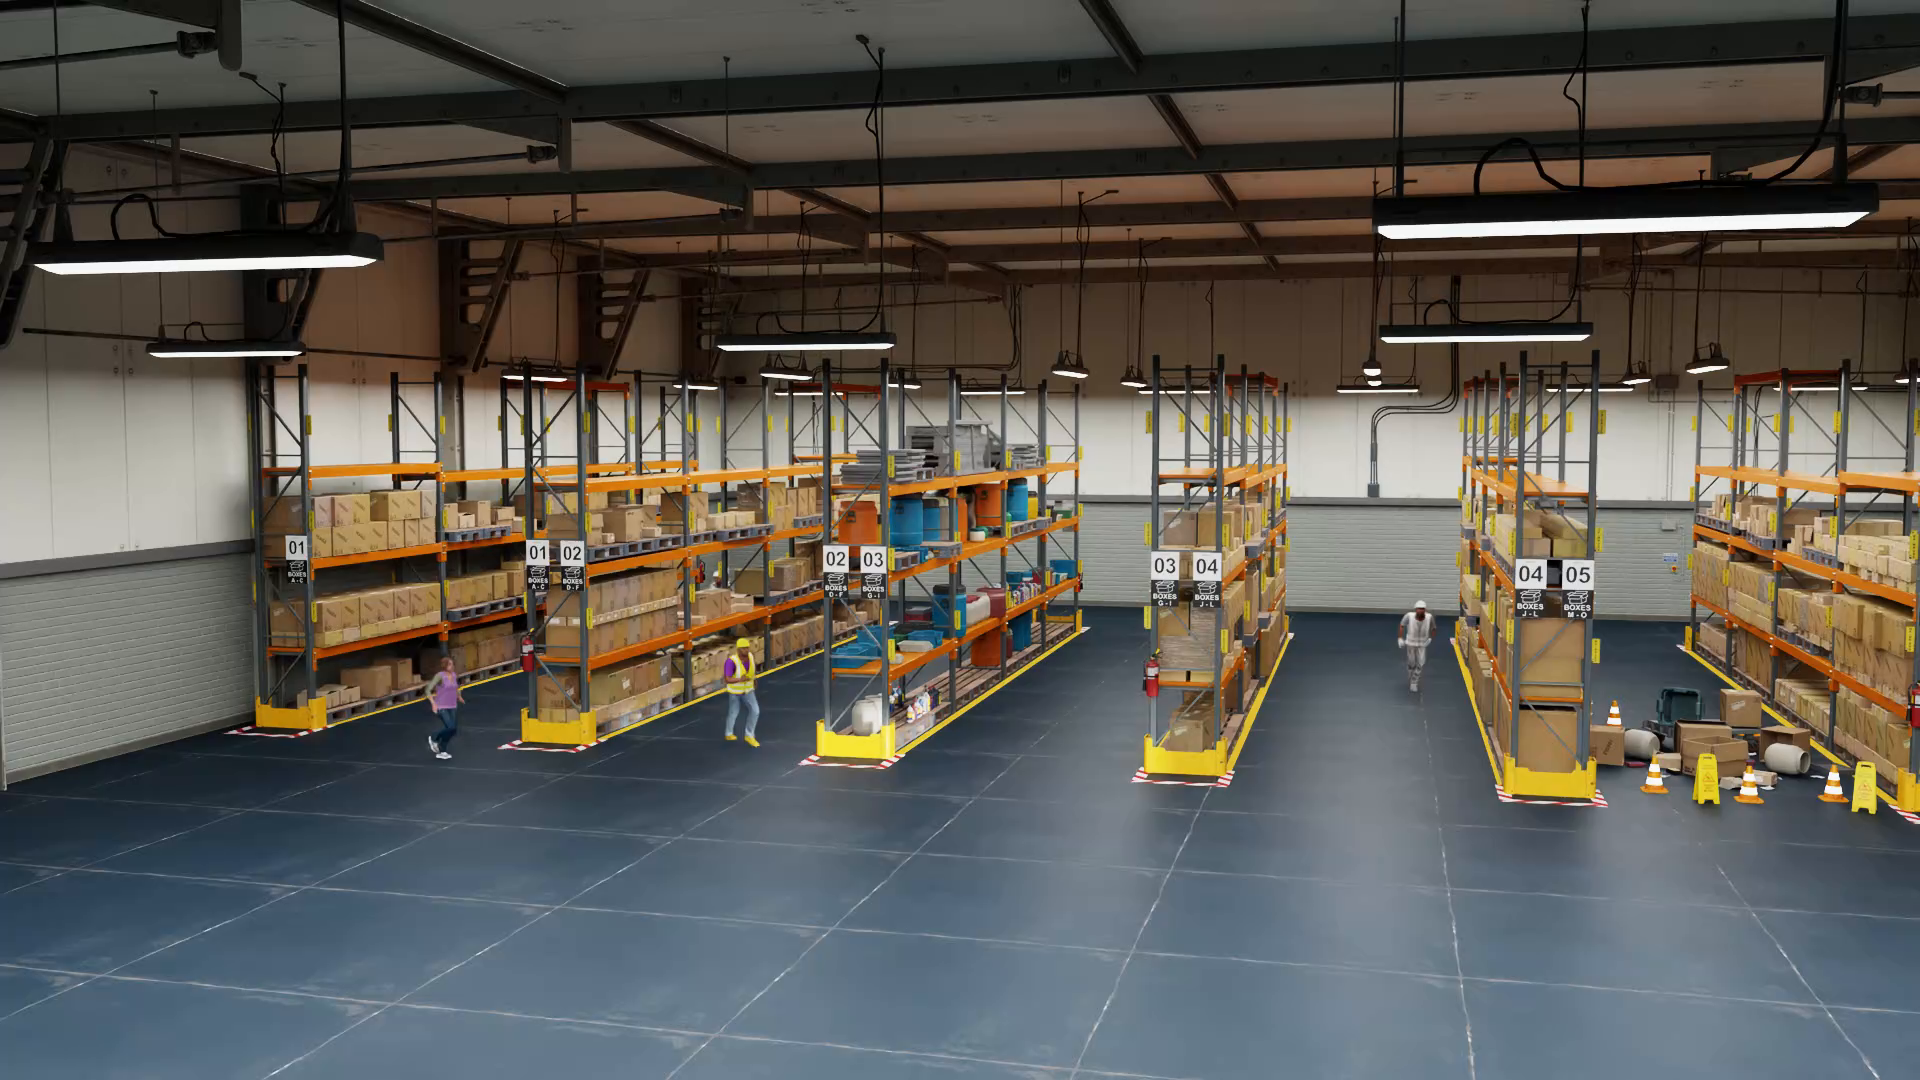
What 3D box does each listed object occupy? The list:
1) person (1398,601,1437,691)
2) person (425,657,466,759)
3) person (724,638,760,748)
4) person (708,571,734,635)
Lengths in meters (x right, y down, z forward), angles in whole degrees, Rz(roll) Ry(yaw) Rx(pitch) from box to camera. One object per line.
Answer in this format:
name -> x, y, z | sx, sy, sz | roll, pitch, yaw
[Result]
person -> 8.652, 1.983, 31.447 | 0.668, 1.709, 0.684 | 0, 4, 0
person -> -7.672, 2.515, 24.850 | 0.574, 1.545, 0.532 | 2, 5, 29
person -> -3.406, 2.357, 25.817 | 0.644, 1.712, 0.968 | -2, 5, -31
person -> -5.490, 1.532, 38.265 | 0.657, 1.667, 0.836 | 0, 4, 3
